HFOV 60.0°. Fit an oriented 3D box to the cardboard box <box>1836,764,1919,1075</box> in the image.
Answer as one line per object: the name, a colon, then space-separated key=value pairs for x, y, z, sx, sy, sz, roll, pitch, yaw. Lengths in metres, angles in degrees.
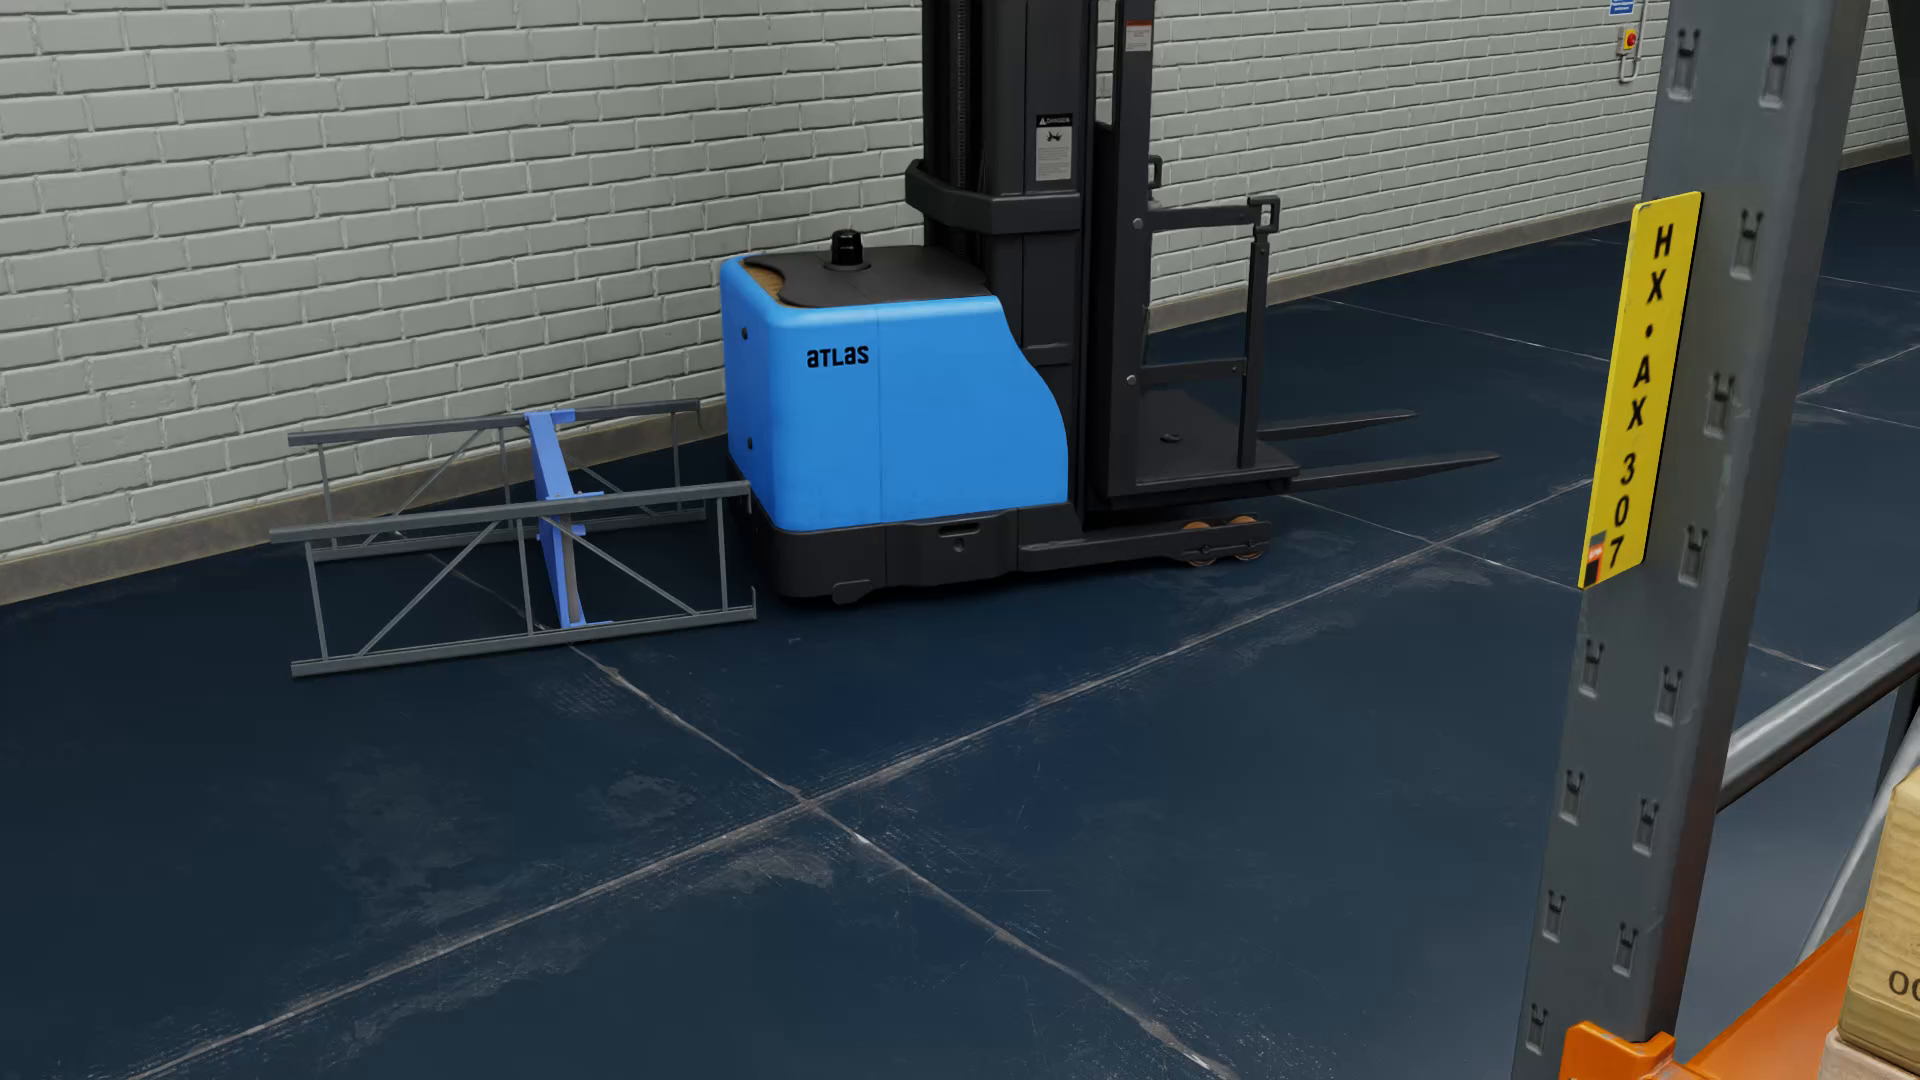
cardboard box: x=1.098 y=0.317 z=1.360 sx=0.500 sy=0.250 sz=0.500 roll=-18 pitch=28 yaw=-39

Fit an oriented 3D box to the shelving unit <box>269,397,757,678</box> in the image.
shelving unit: x=-1.575 y=-0.058 z=5.894 sx=1.500 sy=0.538 sz=1.048 roll=-7 pitch=22 yaw=-16

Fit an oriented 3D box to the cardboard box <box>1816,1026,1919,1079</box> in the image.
cardboard box: x=0.971 y=0.482 z=1.484 sx=0.380 sy=0.149 sz=0.250 roll=-17 pitch=27 yaw=-37

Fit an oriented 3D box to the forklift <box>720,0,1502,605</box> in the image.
forklift: x=0.657 y=-1.440 z=6.141 sx=3.031 sy=2.935 sz=1.130 roll=-7 pitch=22 yaw=-17

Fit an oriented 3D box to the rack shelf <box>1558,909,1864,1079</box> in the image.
rack shelf: x=2.294 y=1.076 z=0.610 sx=1.077 sy=0.370 sz=4.000 roll=-17 pitch=27 yaw=-37

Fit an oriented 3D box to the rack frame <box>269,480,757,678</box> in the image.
rack frame: x=-1.420 y=0.119 z=5.443 sx=1.500 sy=0.500 sz=0.032 roll=-7 pitch=22 yaw=-16

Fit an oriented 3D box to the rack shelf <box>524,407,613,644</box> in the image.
rack shelf: x=-1.403 y=-0.078 z=5.945 sx=0.185 sy=0.538 sz=1.000 roll=-7 pitch=22 yaw=-16

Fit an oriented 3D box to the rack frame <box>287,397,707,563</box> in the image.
rack frame: x=-1.729 y=-0.235 z=6.345 sx=1.500 sy=0.500 sz=0.032 roll=-7 pitch=22 yaw=-16

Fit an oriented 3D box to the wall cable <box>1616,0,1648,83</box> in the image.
wall cable: x=4.798 y=-4.210 z=11.685 sx=0.585 sy=1.953 sz=0.123 roll=-17 pitch=27 yaw=-37

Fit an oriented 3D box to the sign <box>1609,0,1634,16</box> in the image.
sign: x=4.722 y=-3.854 z=11.840 sx=0.327 sy=0.218 sz=0.001 roll=-17 pitch=27 yaw=-37

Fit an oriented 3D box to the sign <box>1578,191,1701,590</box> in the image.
sign: x=0.564 y=-0.121 z=1.384 sx=0.100 sy=0.325 sz=0.005 roll=-17 pitch=27 yaw=-37
